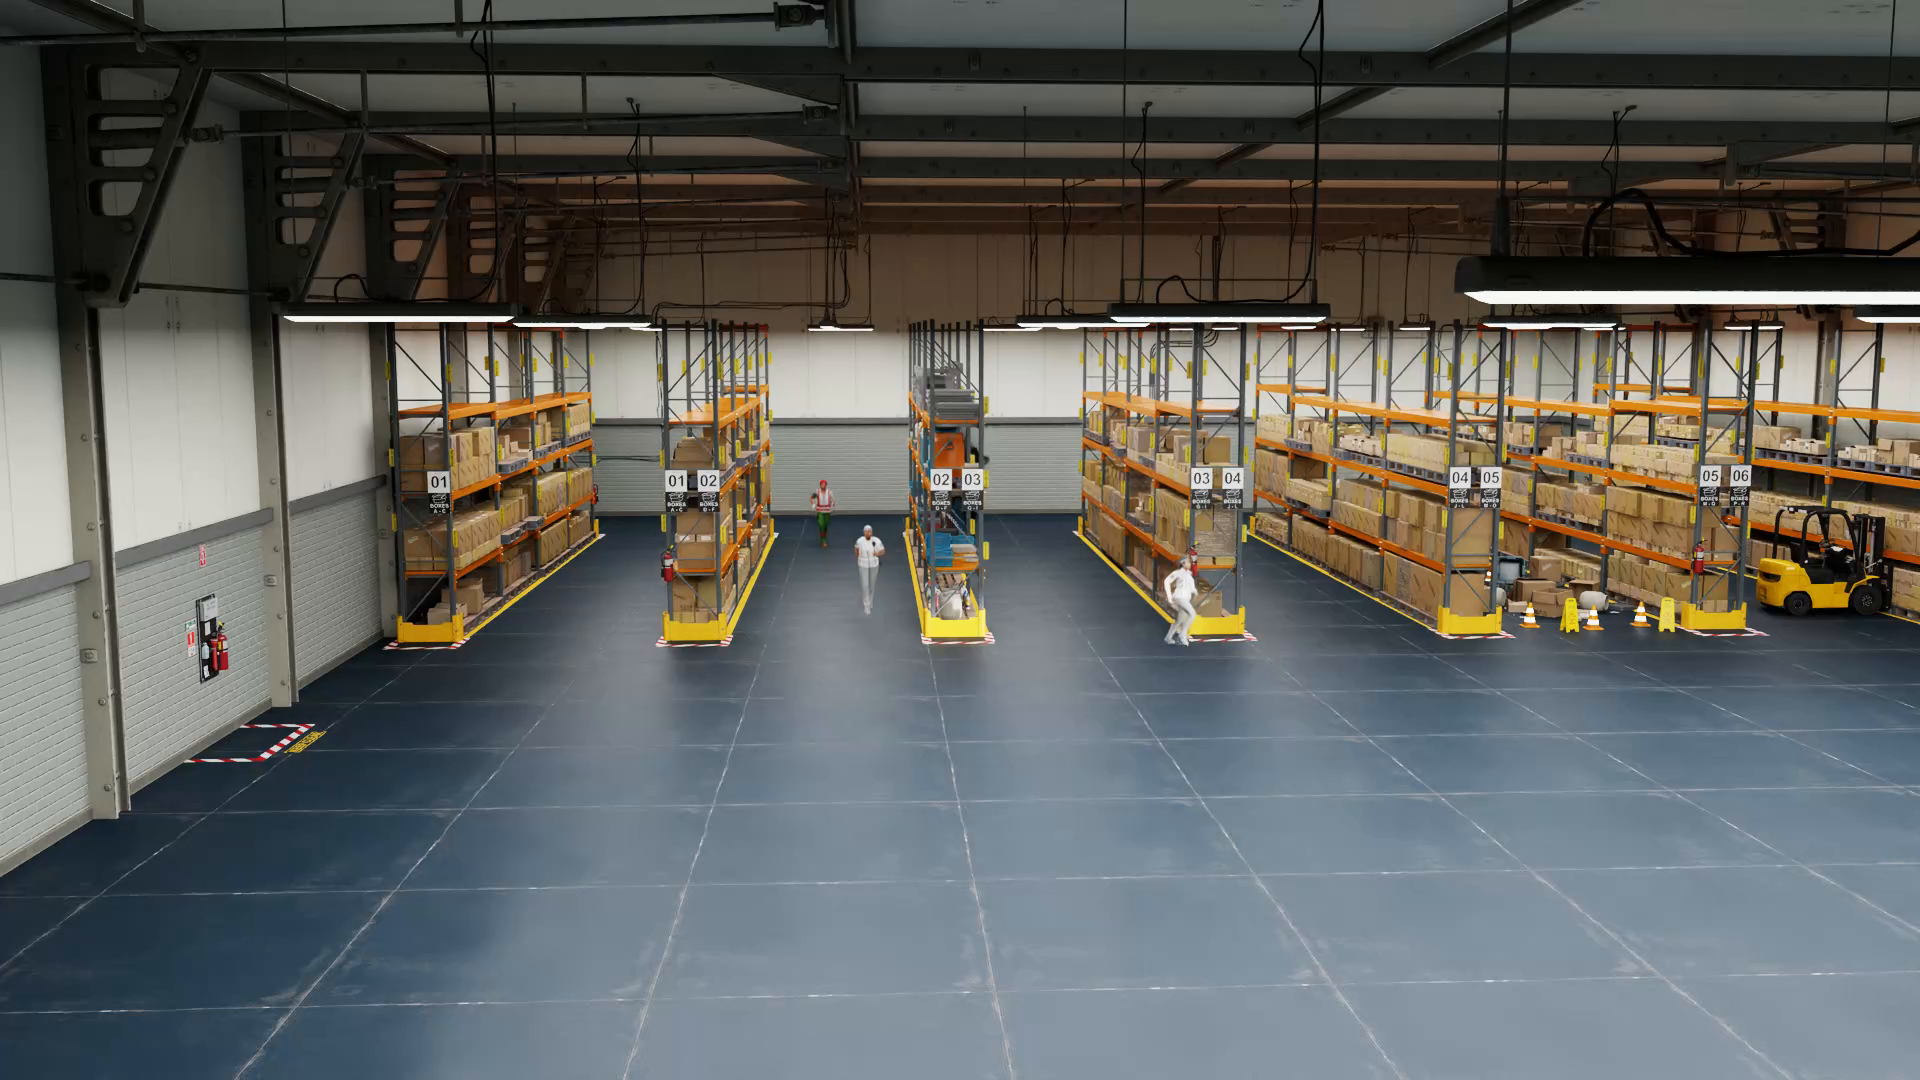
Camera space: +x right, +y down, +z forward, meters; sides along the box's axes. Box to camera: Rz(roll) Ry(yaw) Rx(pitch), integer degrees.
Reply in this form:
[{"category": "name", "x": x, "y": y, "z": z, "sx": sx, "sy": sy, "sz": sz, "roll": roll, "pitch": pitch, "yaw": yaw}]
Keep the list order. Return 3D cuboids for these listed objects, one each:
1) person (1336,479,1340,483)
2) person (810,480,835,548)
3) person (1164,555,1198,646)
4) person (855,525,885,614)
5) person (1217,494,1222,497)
[{"category": "person", "x": 10.533, "y": -0.845, "z": 46.266, "sx": 0.679, "sy": 1.729, "sz": 0.636, "roll": -1, "pitch": 7, "yaw": -10}, {"category": "person", "x": -3.703, "y": -0.739, "z": 45.053, "sx": 0.654, "sy": 1.796, "sz": 0.993, "roll": -2, "pitch": 7, "yaw": -16}, {"category": "person", "x": 4.151, "y": 1.096, "z": 30.736, "sx": 0.639, "sy": 1.637, "sz": 0.597, "roll": 6, "pitch": 9, "yaw": 40}, {"category": "person", "x": -1.782, "y": 0.557, "z": 32.825, "sx": 0.563, "sy": 1.712, "sz": 0.796, "roll": -1, "pitch": 7, "yaw": -7}, {"category": "person", "x": 7.345, "y": -1.014, "z": 48.181, "sx": 0.667, "sy": 1.644, "sz": 0.827, "roll": 5, "pitch": 8, "yaw": 33}]
